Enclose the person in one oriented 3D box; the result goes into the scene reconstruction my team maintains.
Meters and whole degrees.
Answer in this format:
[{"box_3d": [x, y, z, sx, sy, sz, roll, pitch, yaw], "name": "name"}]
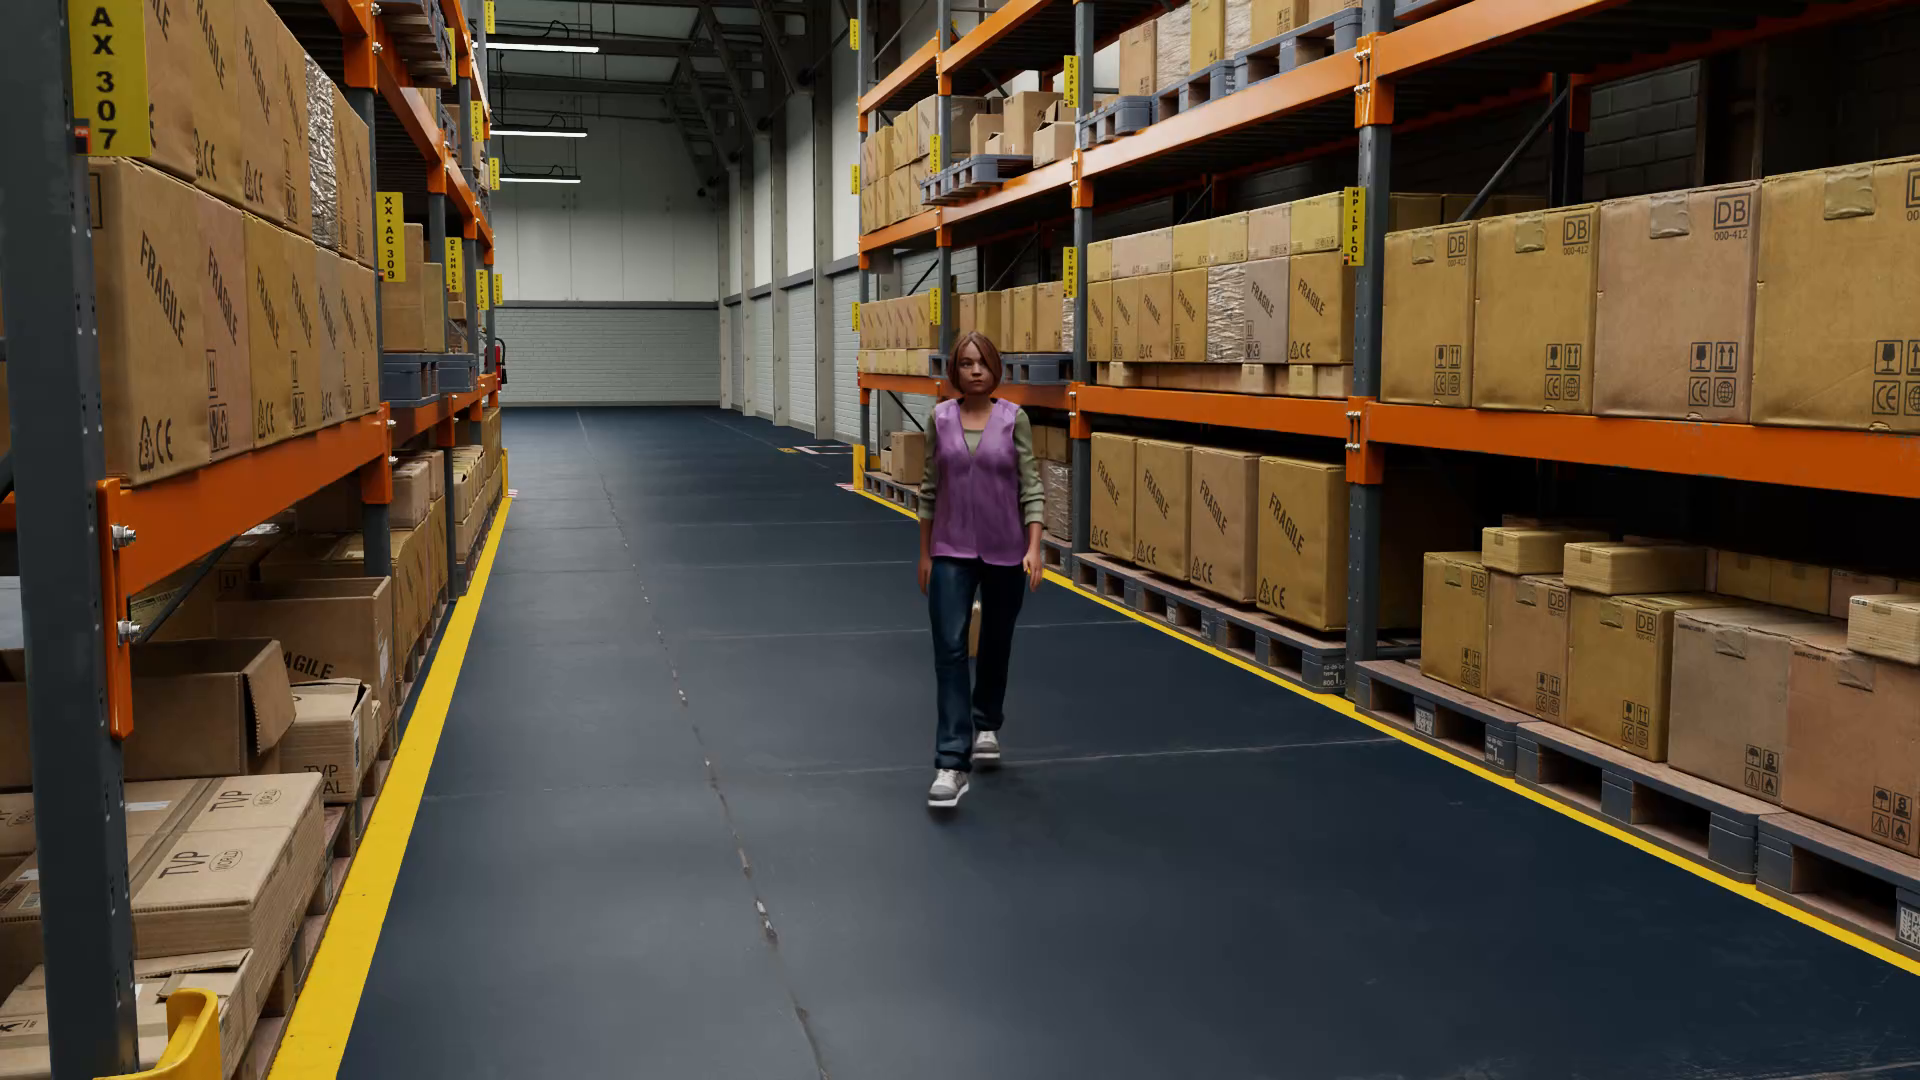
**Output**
[{"box_3d": [0.070, 0.061, 5.712, 0.449, 1.547, 0.909, 0, 6, 1], "name": "person"}]
